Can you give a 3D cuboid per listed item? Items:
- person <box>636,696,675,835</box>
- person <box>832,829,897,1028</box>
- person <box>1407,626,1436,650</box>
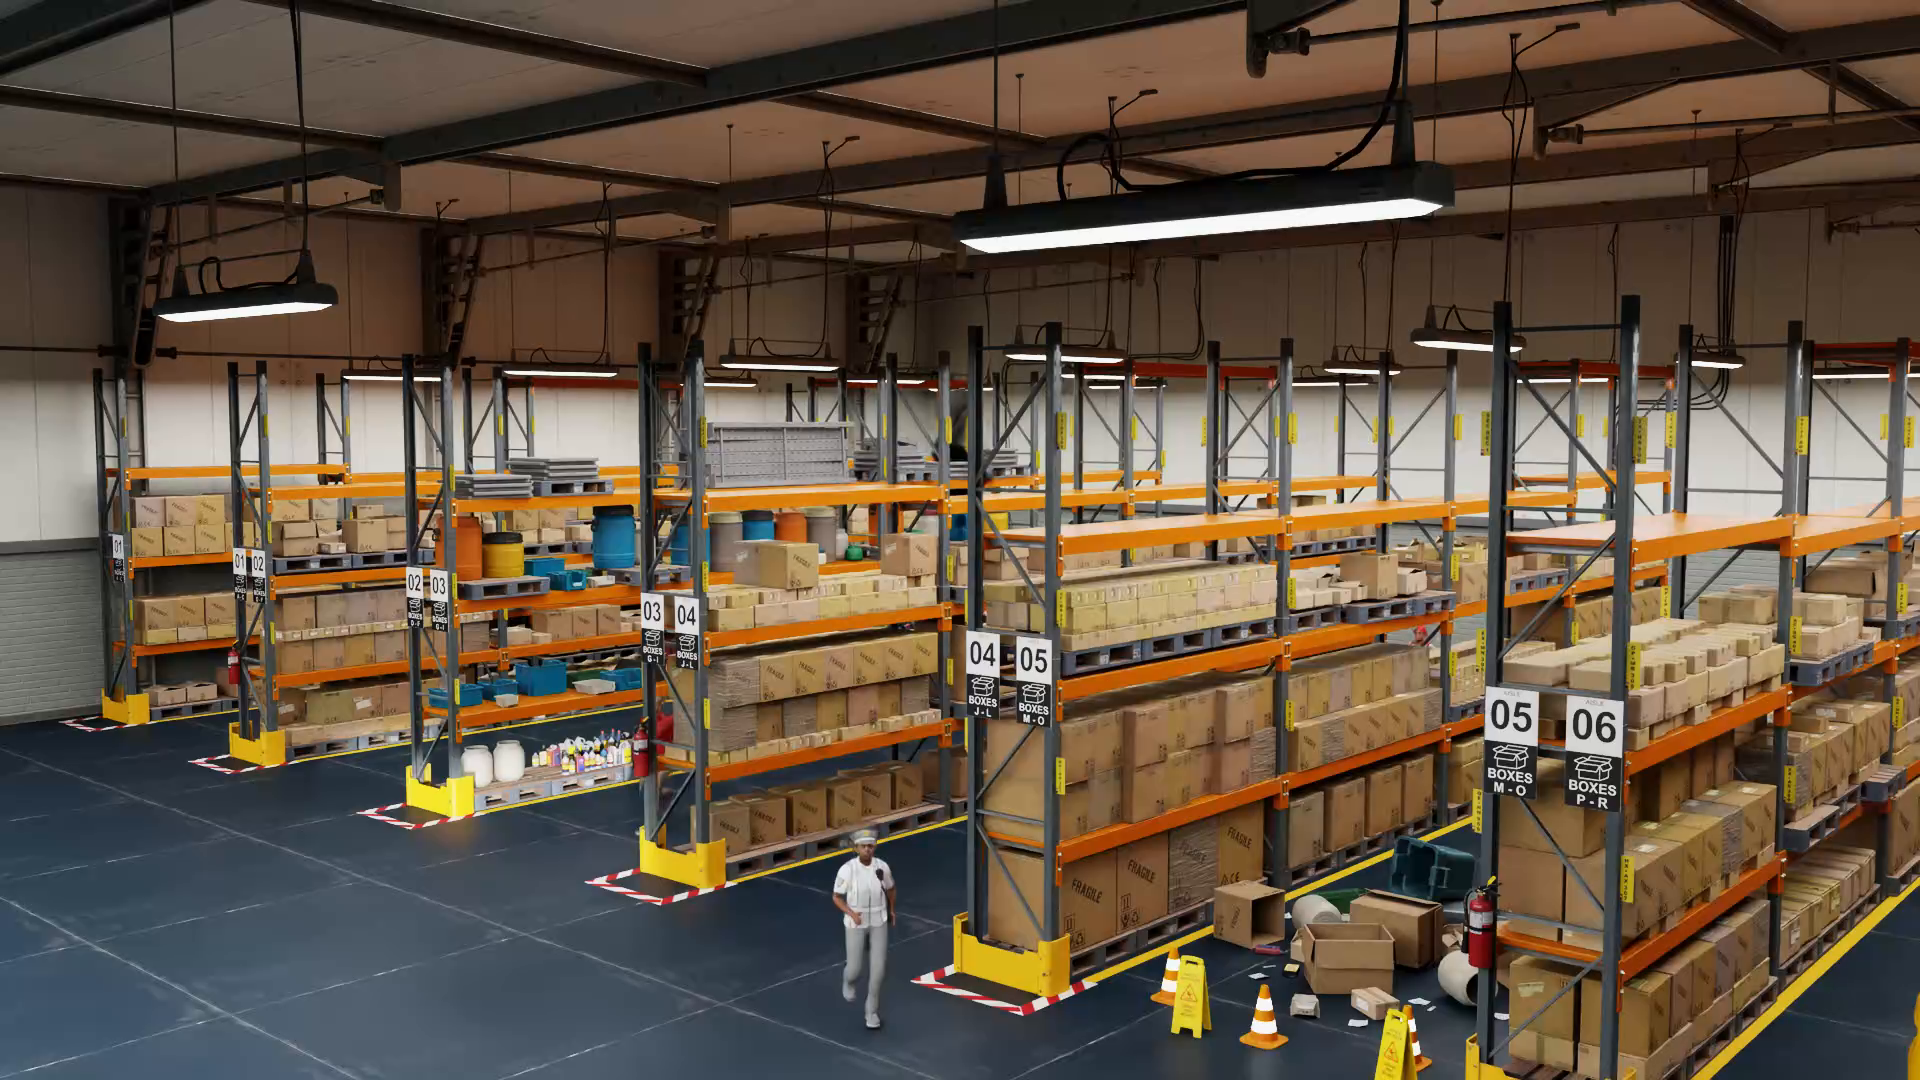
[{"bbox_3d":[-3.785,2.795,20.911,0.688,1.714,0.823,2,5,21],"label":"person"},{"bbox_3d":[-0.803,3.284,14.293,0.580,1.655,0.680,-1,4,-16],"label":"person"},{"bbox_3d":[7.604,2.284,27.531,0.660,1.748,0.603,4,6,41],"label":"person"}]
